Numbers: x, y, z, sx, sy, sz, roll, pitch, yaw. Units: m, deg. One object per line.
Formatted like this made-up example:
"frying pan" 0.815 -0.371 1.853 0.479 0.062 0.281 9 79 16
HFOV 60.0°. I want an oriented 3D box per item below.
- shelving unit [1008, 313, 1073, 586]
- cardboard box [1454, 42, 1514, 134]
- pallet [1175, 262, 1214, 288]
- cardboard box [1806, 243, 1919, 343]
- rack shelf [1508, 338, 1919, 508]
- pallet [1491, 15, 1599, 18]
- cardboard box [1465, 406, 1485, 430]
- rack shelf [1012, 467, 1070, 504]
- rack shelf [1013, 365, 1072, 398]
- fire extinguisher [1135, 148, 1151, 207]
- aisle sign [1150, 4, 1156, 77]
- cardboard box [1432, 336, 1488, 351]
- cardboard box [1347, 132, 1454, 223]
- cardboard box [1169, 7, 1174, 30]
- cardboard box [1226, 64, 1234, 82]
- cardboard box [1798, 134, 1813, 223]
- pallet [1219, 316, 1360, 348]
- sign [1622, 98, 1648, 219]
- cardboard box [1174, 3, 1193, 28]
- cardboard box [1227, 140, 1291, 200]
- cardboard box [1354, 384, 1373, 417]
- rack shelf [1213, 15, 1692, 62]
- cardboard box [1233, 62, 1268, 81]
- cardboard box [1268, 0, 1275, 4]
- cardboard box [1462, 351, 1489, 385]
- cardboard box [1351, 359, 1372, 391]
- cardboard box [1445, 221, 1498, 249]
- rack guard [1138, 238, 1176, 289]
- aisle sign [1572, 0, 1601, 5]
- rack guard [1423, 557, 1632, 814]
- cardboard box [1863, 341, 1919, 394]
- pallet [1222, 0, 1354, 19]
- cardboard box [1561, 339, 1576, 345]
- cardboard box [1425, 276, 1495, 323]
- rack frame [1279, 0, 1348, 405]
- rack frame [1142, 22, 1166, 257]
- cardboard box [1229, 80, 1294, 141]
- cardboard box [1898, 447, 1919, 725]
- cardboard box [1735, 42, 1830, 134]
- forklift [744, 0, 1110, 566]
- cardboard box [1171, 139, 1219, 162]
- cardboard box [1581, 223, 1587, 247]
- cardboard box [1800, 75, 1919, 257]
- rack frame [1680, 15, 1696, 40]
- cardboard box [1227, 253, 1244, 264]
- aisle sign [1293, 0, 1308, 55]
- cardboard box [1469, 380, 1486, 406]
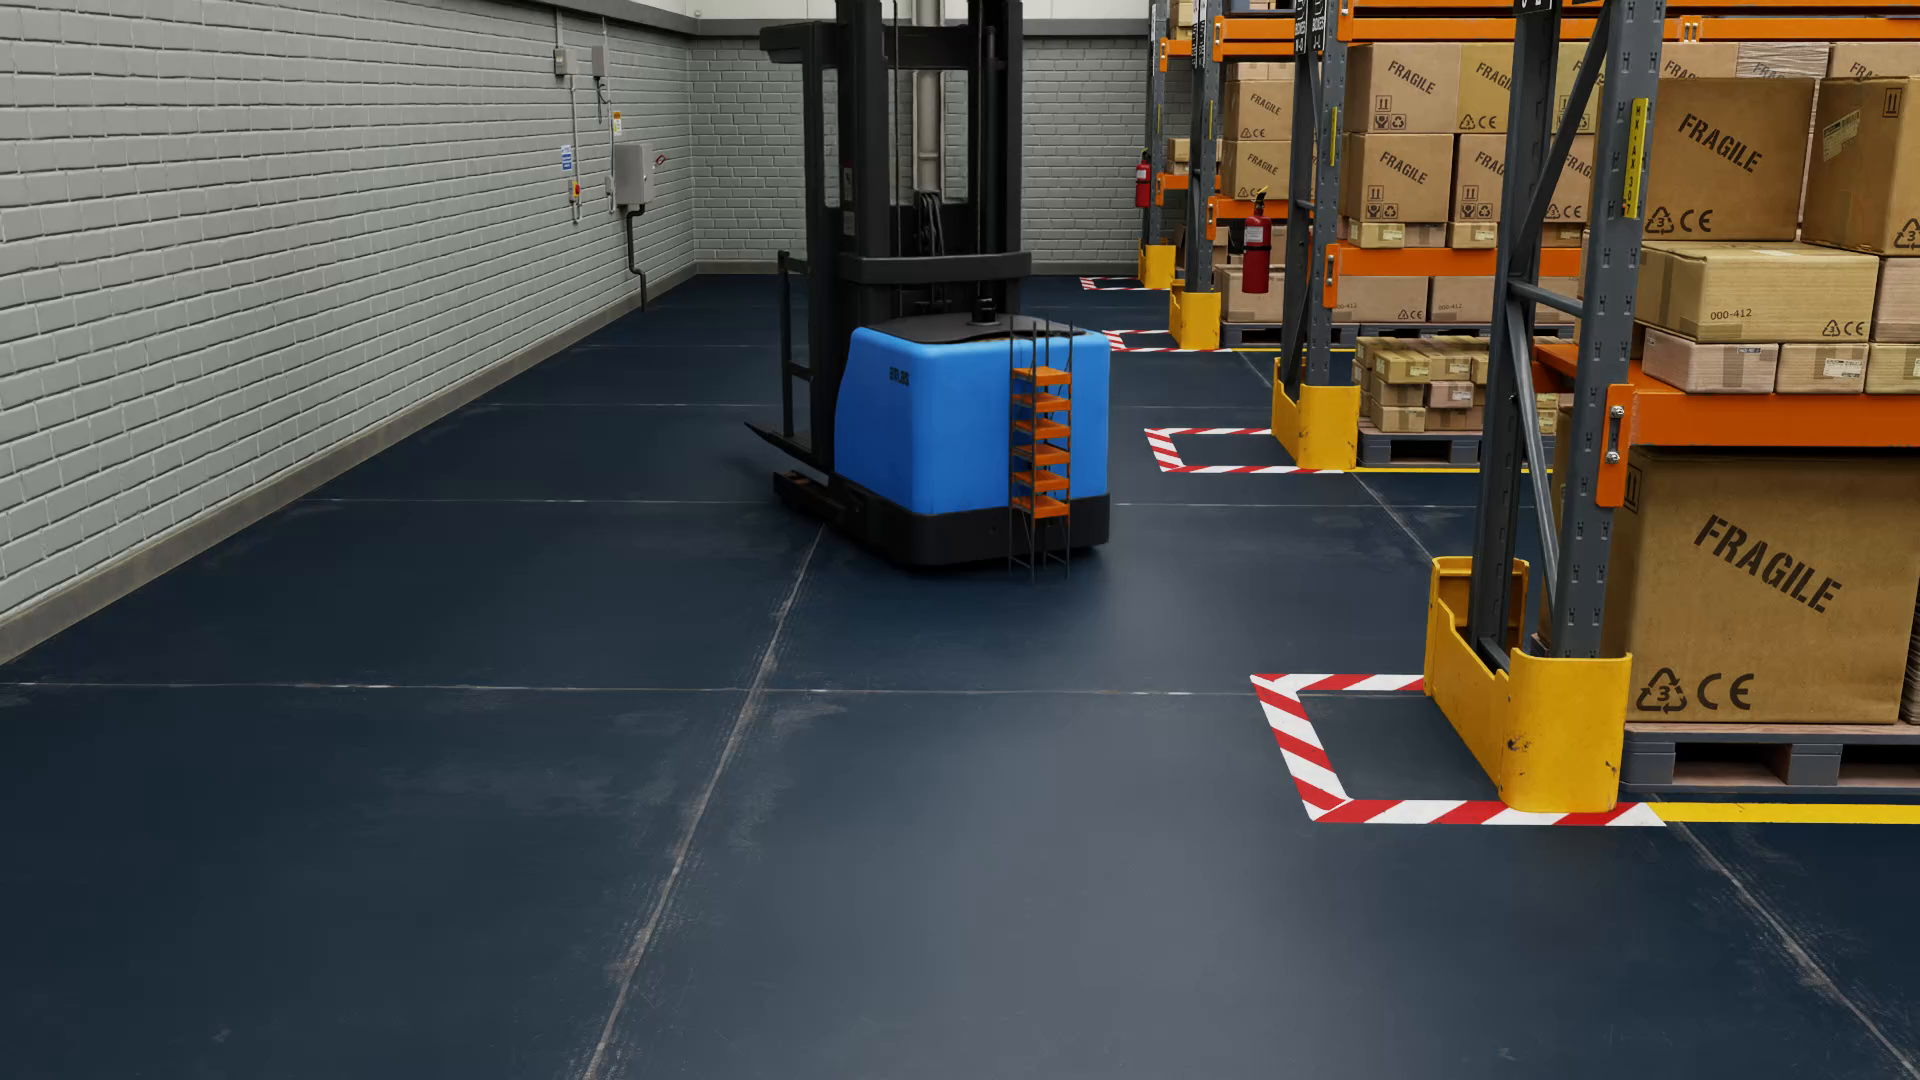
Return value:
"shelving unit" 0.361 -0.408 7.533 0.189 1.200 0.258 -7 16 -25
"cardboard box" 3.087 -2.623 9.662 0.500 0.500 0.500 1 15 3
"pallet" 3.162 -3.194 20.034 1.213 0.211 1.003 0 15 1
"cardboard box" 2.906 -0.753 5.024 0.500 0.250 0.500 0 15 1
"rack shelf" 3.912 -0.394 5.364 4.000 0.370 1.077 0 15 1
"pallet" 5.347 -4.672 14.461 1.213 0.211 1.003 0 15 1
"cardboard box" 3.168 -0.778 10.175 0.250 0.149 0.380 1 15 2
"rack shelf" 0.361 -0.249 7.575 0.180 0.103 0.258 -7 16 -25
"rack shelf" 0.361 -0.713 7.452 0.180 0.103 0.258 -7 16 -25
"fire extinguisher" 2.130 -4.214 19.313 0.183 0.674 0.296 0 15 1
"aisle sign" 2.213 -5.731 19.085 0.004 0.787 0.394 0 15 1
"cardboard box" 3.188 -1.207 10.635 0.250 0.149 0.380 0 15 0
"cardboard box" 2.582 -2.138 9.785 0.500 0.500 0.500 1 15 4
"cardboard box" 2.741 -6.136 19.550 0.500 0.250 0.500 0 15 0
"cardboard box" 2.530 -4.176 14.863 0.250 0.149 0.380 1 15 2
"cardboard box" 4.632 -2.124 9.731 0.500 0.500 0.500 0 15 1
"pallet" 2.967 -1.949 15.313 1.213 0.211 1.003 0 15 1
"sign" 1.893 -1.070 4.665 0.005 0.325 0.100 0 15 1
"cardboard box" 2.726 -5.997 19.022 0.500 0.250 0.500 0 15 1
"cardboard box" 2.638 -3.254 14.599 0.500 0.500 0.500 0 15 1
"cardboard box" 2.672 -0.894 10.612 0.250 0.149 0.380 1 15 2
"rack shelf" 4.165 -4.372 14.561 4.000 0.370 1.077 0 15 1
"cardboard box" 2.514 -4.055 14.402 0.250 0.149 0.380 1 15 3
"cardboard box" 3.737 -6.237 18.950 0.500 0.250 0.500 0 15 1
"cardboard box" 3.183 -1.036 9.986 0.250 0.149 0.380 0 15 1
"cardboard box" 2.675 -1.057 10.649 0.250 0.149 0.380 0 15 0
"cardboard box" 2.979 -1.806 9.796 0.250 0.149 0.380 0 15 0
"rack guard" 2.365 -3.339 20.016 0.348 0.500 1.175 0 15 1
"aisle sign" 1.833 -1.936 4.702 0.004 0.787 0.394 0 15 1
"rack guard" 1.889 0.453 5.641 0.348 0.500 1.175 0 15 1
"cardboard box" 2.772 -0.544 5.015 0.250 0.149 0.380 0 15 0
"pallet" 2.908 -4.688 14.521 1.213 0.211 1.003 0 15 1
"cardboard box" 3.976 -1.172 10.500 0.250 0.149 0.380 0 15 0
"cardboard box" 4.645 -2.258 15.216 0.875 0.438 0.875 0 15 0
"rack frame" 2.141 -2.019 10.114 0.127 3.000 1.000 0 15 1
"rack frame" 2.289 -4.548 19.699 0.127 3.000 1.000 0 15 1
"cardboard box" 2.638 -3.738 14.473 0.500 0.500 0.500 0 15 0
"cardboard box" 3.464 0.059 5.578 0.875 0.875 0.875 0 15 1
"cardboard box" 4.634 -2.612 9.621 0.500 0.500 0.500 1 15 3
"forklift" -0.373 -1.625 8.755 1.130 2.935 3.031 -7 16 -25
"cardboard box" 2.736 -4.548 19.408 0.500 0.250 0.500 0 15 2
"cardboard box" 3.758 -1.822 9.859 0.250 0.149 0.380 0 15 0
"cardboard box" 2.886 -1.114 4.922 0.500 0.500 0.500 0 15 0
"rack frame" 6.165 -3.256 14.802 0.127 3.000 1.000 0 15 1
"cardboard box" 3.322 -3.332 19.854 0.250 0.149 0.380 0 15 -1
"aisle sign" 2.075 -3.353 10.074 0.004 0.787 0.394 0 15 1
"cardboard box" 3.177 -0.924 10.143 0.250 0.149 0.380 1 15 2
